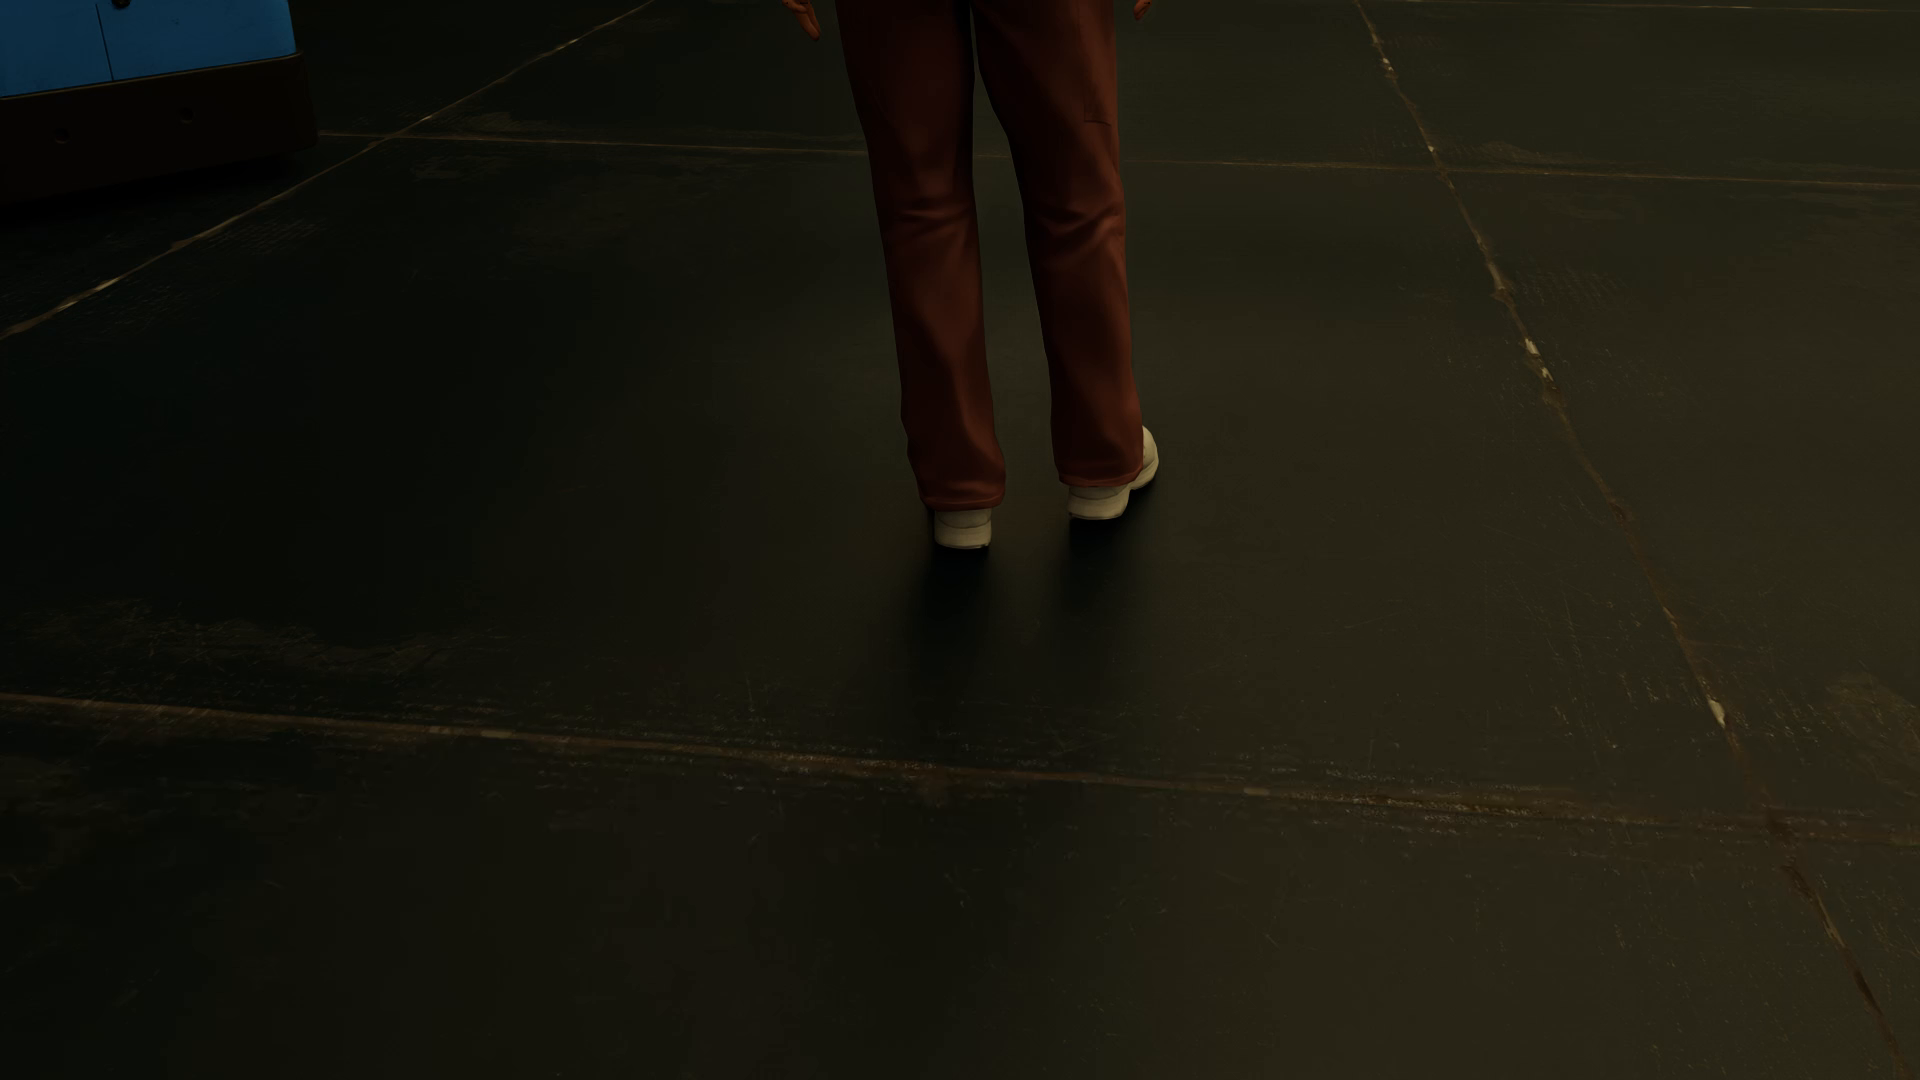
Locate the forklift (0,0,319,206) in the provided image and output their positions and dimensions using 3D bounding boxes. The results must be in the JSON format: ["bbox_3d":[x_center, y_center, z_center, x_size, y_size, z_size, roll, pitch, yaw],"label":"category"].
[{"bbox_3d":[-3.151,-2.598,4.425,3.031,2.935,1.130,22,34,37],"label":"forklift"}]

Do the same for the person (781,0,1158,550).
[{"bbox_3d":[0.021,-0.788,2.187,0.555,1.675,0.549,3,27,7],"label":"person"}]
